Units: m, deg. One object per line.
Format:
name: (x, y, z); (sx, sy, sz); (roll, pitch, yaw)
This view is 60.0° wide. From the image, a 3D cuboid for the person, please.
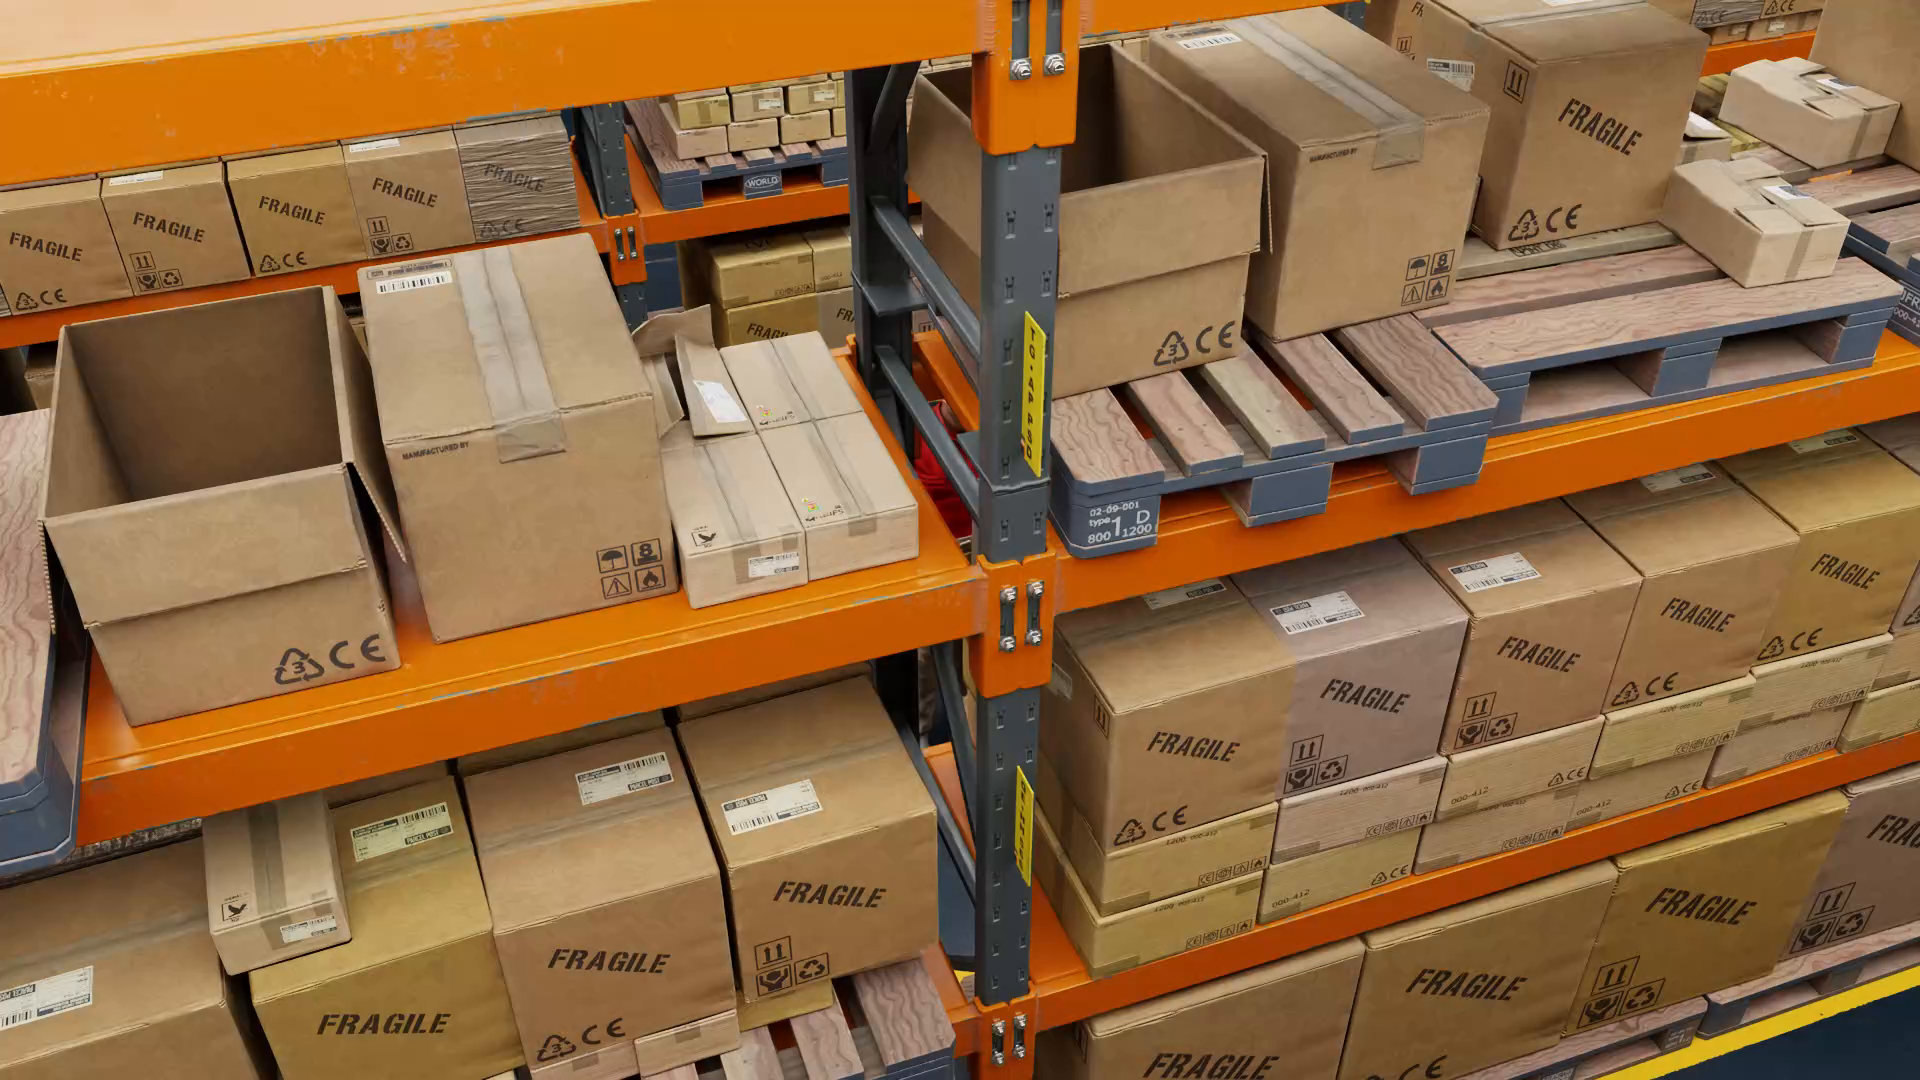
person: (0.008, 0.110, 6.640); (0.635, 1.727, 0.551); (-12, 39, -16)
